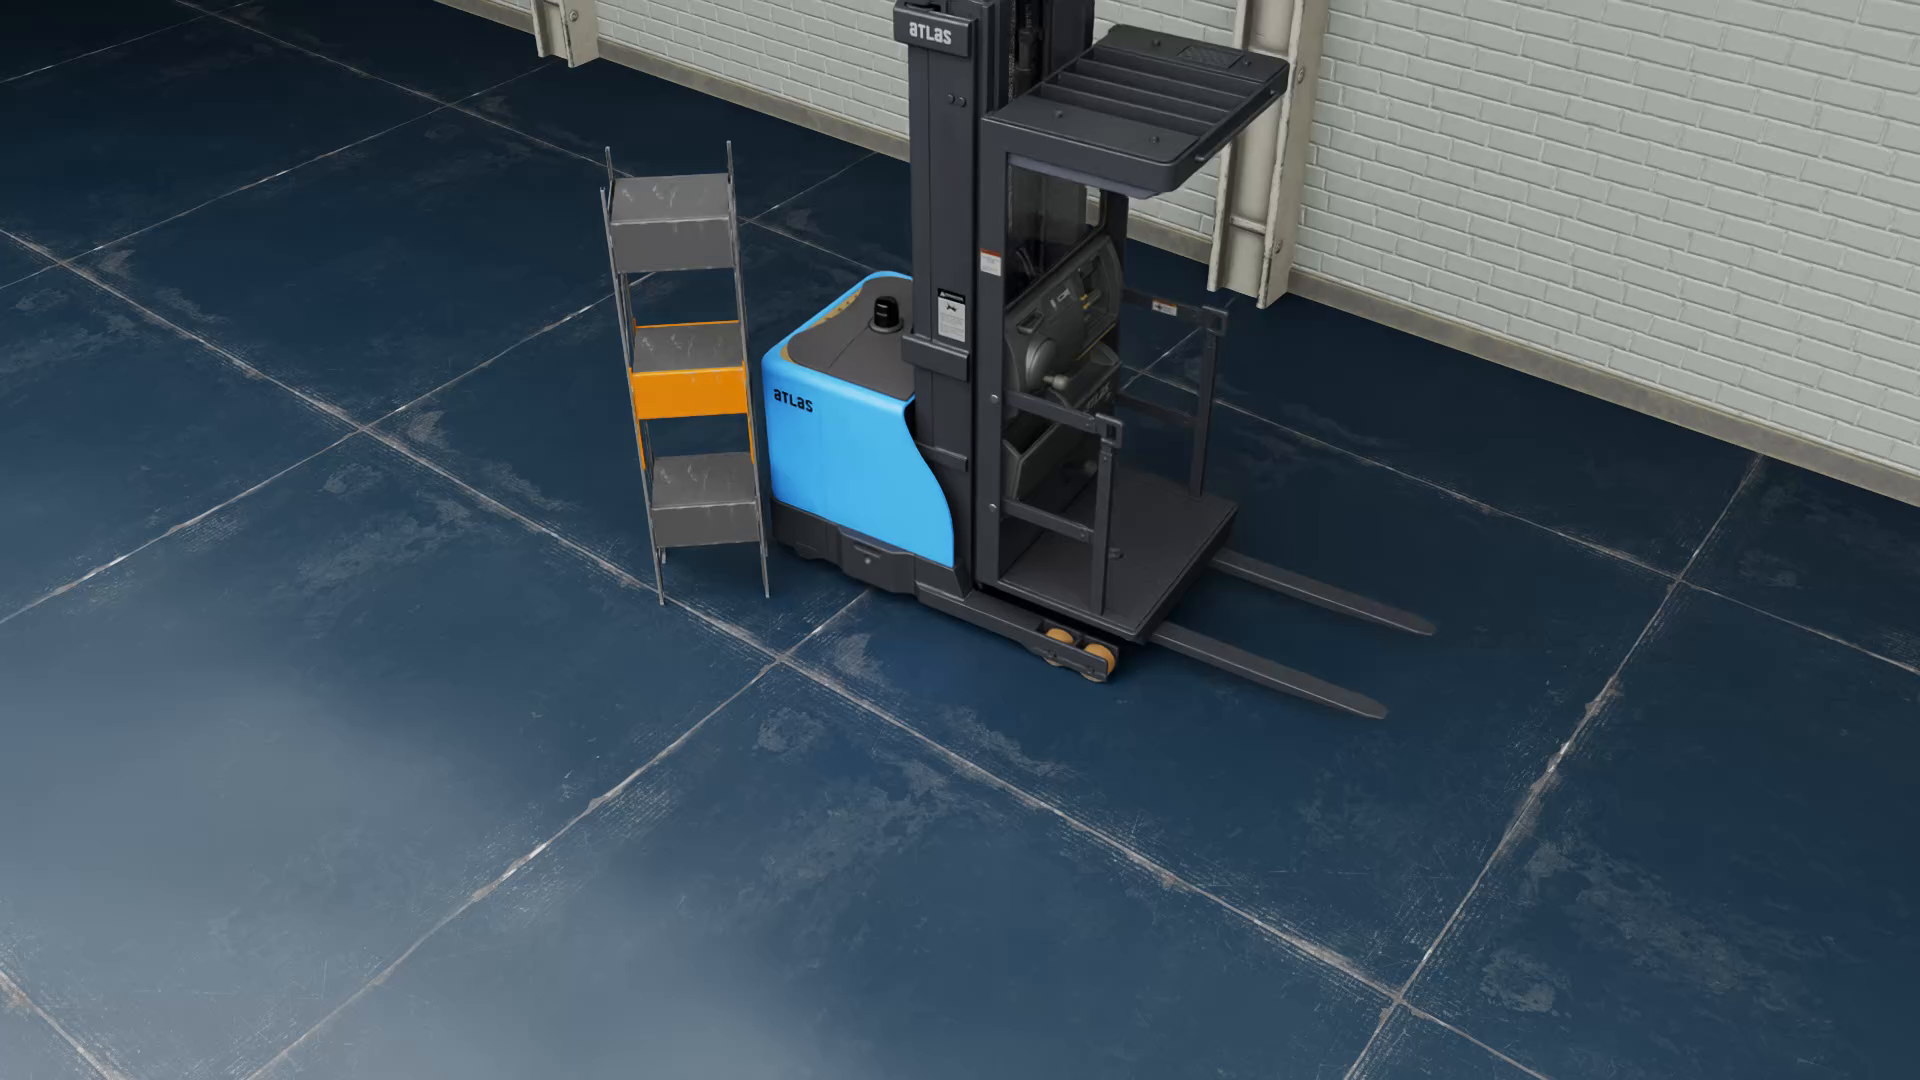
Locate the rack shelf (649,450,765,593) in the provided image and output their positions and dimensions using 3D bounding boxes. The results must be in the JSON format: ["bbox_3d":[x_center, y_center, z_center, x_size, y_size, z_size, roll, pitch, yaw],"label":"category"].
[{"bbox_3d":[-1.163,-0.100,7.692,0.480,0.518,0.431,-4,38,-5],"label":"rack shelf"}]

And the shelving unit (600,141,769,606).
[{"bbox_3d":[-1.163,-0.662,7.252,0.503,2.100,0.431,-4,38,-5],"label":"shelving unit"}]

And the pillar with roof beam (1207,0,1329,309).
[{"bbox_3d":[-0.877,-2.951,4.580,0.400,9.000,9.100,25,45,29],"label":"pillar with roof beam"}]

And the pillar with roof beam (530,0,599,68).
[{"bbox_3d":[-5.643,-5.198,7.450,0.400,9.000,9.100,25,45,29],"label":"pillar with roof beam"}]

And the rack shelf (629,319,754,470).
[{"bbox_3d":[-1.163,-0.651,7.261,0.480,0.518,0.431,-4,38,-5],"label":"rack shelf"}]

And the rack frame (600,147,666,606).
[{"bbox_3d":[-1.406,-0.645,7.231,0.015,2.100,0.400,-4,38,-5],"label":"rack frame"}]

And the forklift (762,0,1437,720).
[{"bbox_3d":[0.619,-0.908,6.892,3.031,2.935,1.130,21,43,24],"label":"forklift"}]

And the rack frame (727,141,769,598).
[{"bbox_3d":[-0.921,-0.679,7.274,0.015,2.100,0.400,-4,38,-5],"label":"rack frame"}]

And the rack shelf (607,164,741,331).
[{"bbox_3d":[-1.163,-1.202,6.829,0.480,0.518,0.431,-4,38,-5],"label":"rack shelf"}]
